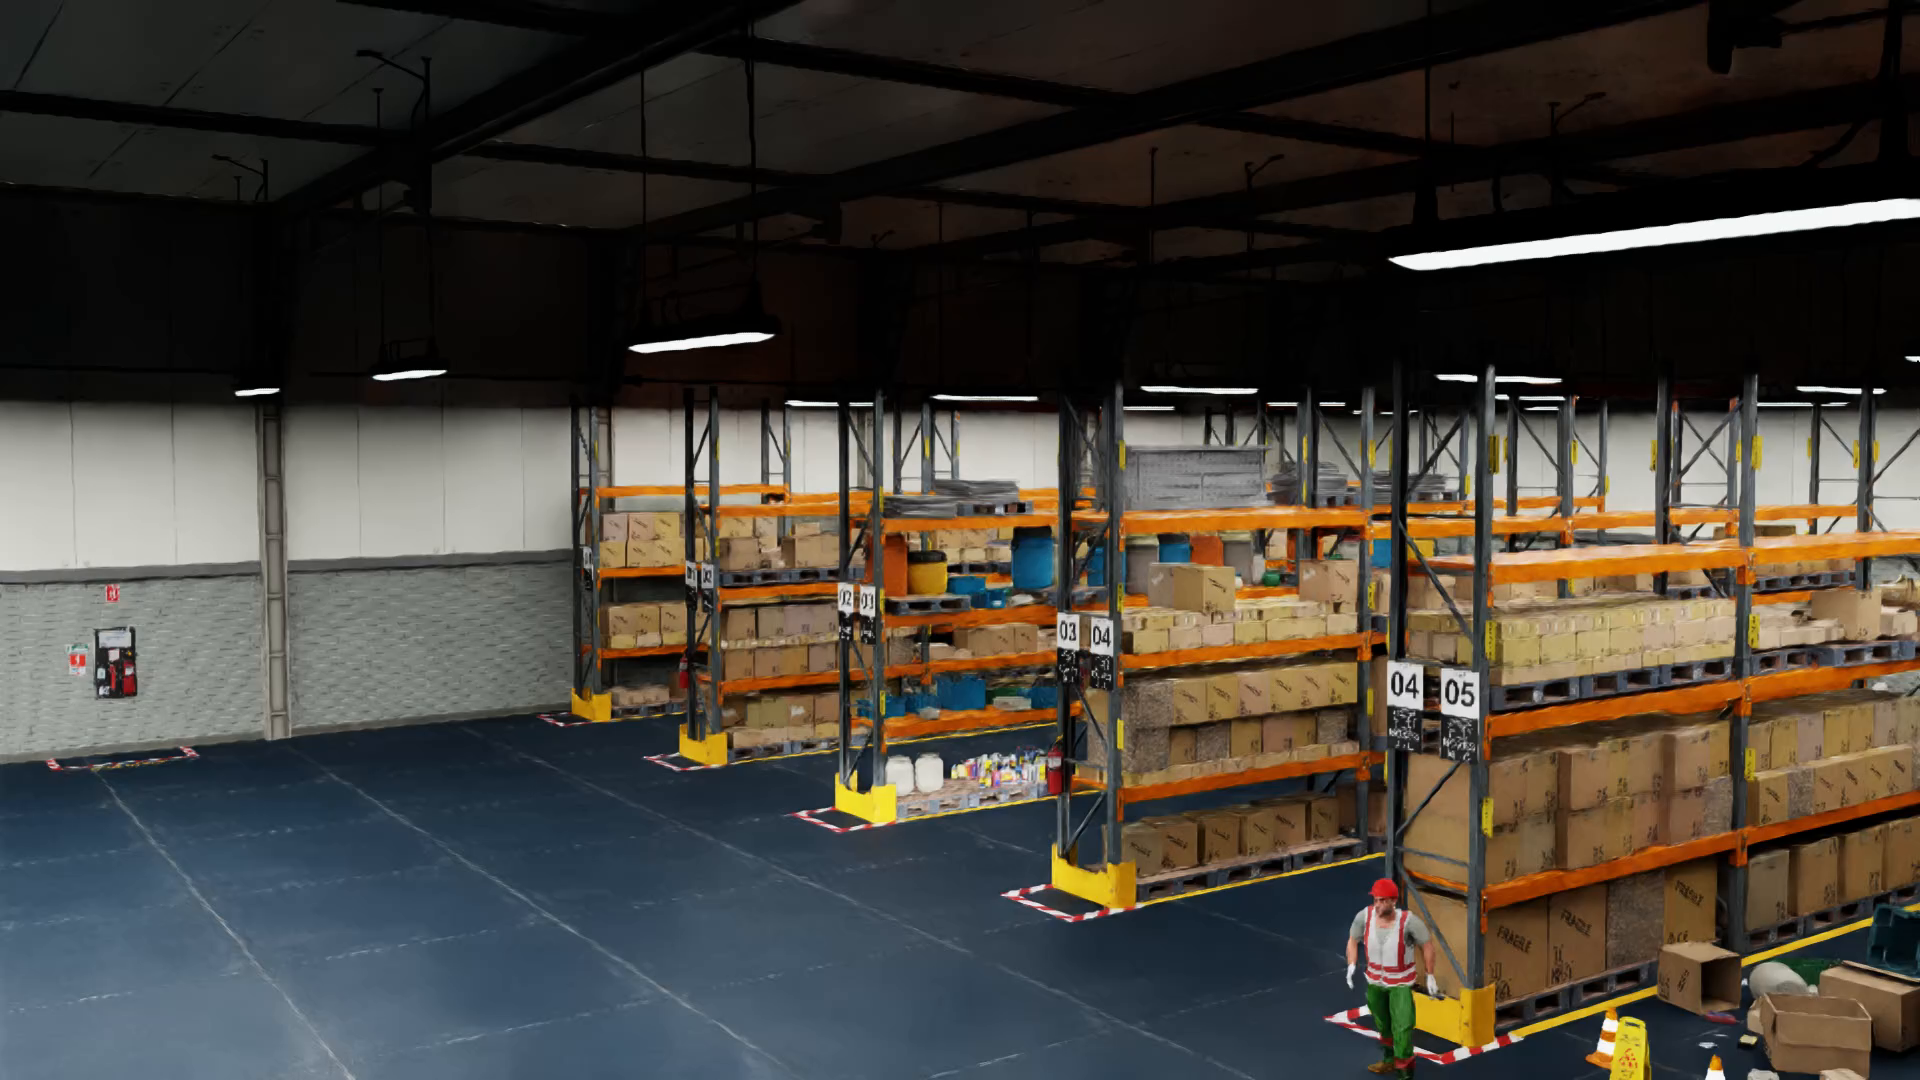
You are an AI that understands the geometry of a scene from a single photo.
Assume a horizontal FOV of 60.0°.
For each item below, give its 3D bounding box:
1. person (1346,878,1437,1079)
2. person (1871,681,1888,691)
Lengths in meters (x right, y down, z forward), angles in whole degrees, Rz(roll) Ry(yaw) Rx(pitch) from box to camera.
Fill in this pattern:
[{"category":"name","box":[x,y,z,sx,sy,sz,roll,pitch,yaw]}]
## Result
[{"category":"person","box":[3.429,3.500,13.187,0.686,1.716,0.838,3,4,40]},{"category":"person","box":[13.234,2.842,23.841,0.955,1.660,0.566,-2,4,-32]}]
